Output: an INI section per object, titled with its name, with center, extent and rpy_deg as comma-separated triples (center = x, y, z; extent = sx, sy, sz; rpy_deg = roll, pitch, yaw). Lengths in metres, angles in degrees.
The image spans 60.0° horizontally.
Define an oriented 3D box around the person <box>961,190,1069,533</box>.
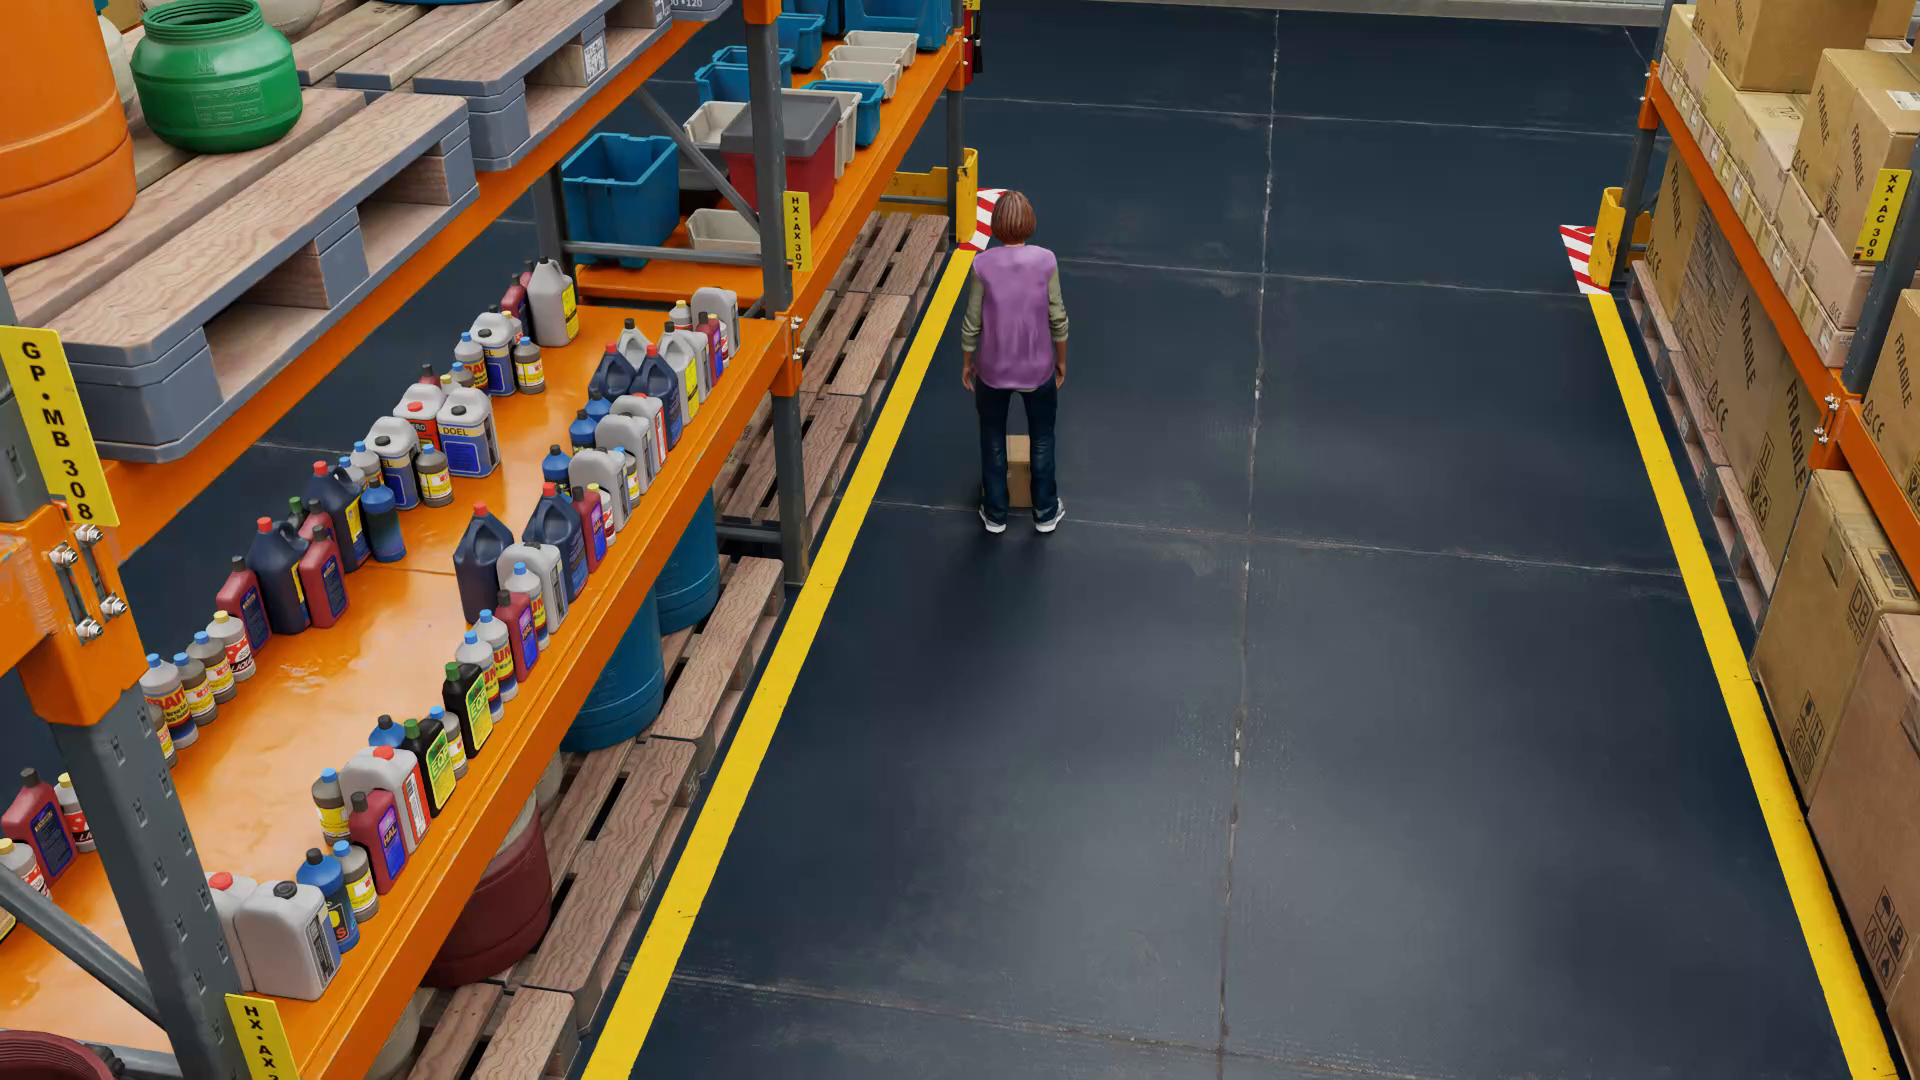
[person]
center = 0.247, -0.746, 7.303
extent = 0.486, 1.594, 0.341
rpy_deg = -1, 33, -1
